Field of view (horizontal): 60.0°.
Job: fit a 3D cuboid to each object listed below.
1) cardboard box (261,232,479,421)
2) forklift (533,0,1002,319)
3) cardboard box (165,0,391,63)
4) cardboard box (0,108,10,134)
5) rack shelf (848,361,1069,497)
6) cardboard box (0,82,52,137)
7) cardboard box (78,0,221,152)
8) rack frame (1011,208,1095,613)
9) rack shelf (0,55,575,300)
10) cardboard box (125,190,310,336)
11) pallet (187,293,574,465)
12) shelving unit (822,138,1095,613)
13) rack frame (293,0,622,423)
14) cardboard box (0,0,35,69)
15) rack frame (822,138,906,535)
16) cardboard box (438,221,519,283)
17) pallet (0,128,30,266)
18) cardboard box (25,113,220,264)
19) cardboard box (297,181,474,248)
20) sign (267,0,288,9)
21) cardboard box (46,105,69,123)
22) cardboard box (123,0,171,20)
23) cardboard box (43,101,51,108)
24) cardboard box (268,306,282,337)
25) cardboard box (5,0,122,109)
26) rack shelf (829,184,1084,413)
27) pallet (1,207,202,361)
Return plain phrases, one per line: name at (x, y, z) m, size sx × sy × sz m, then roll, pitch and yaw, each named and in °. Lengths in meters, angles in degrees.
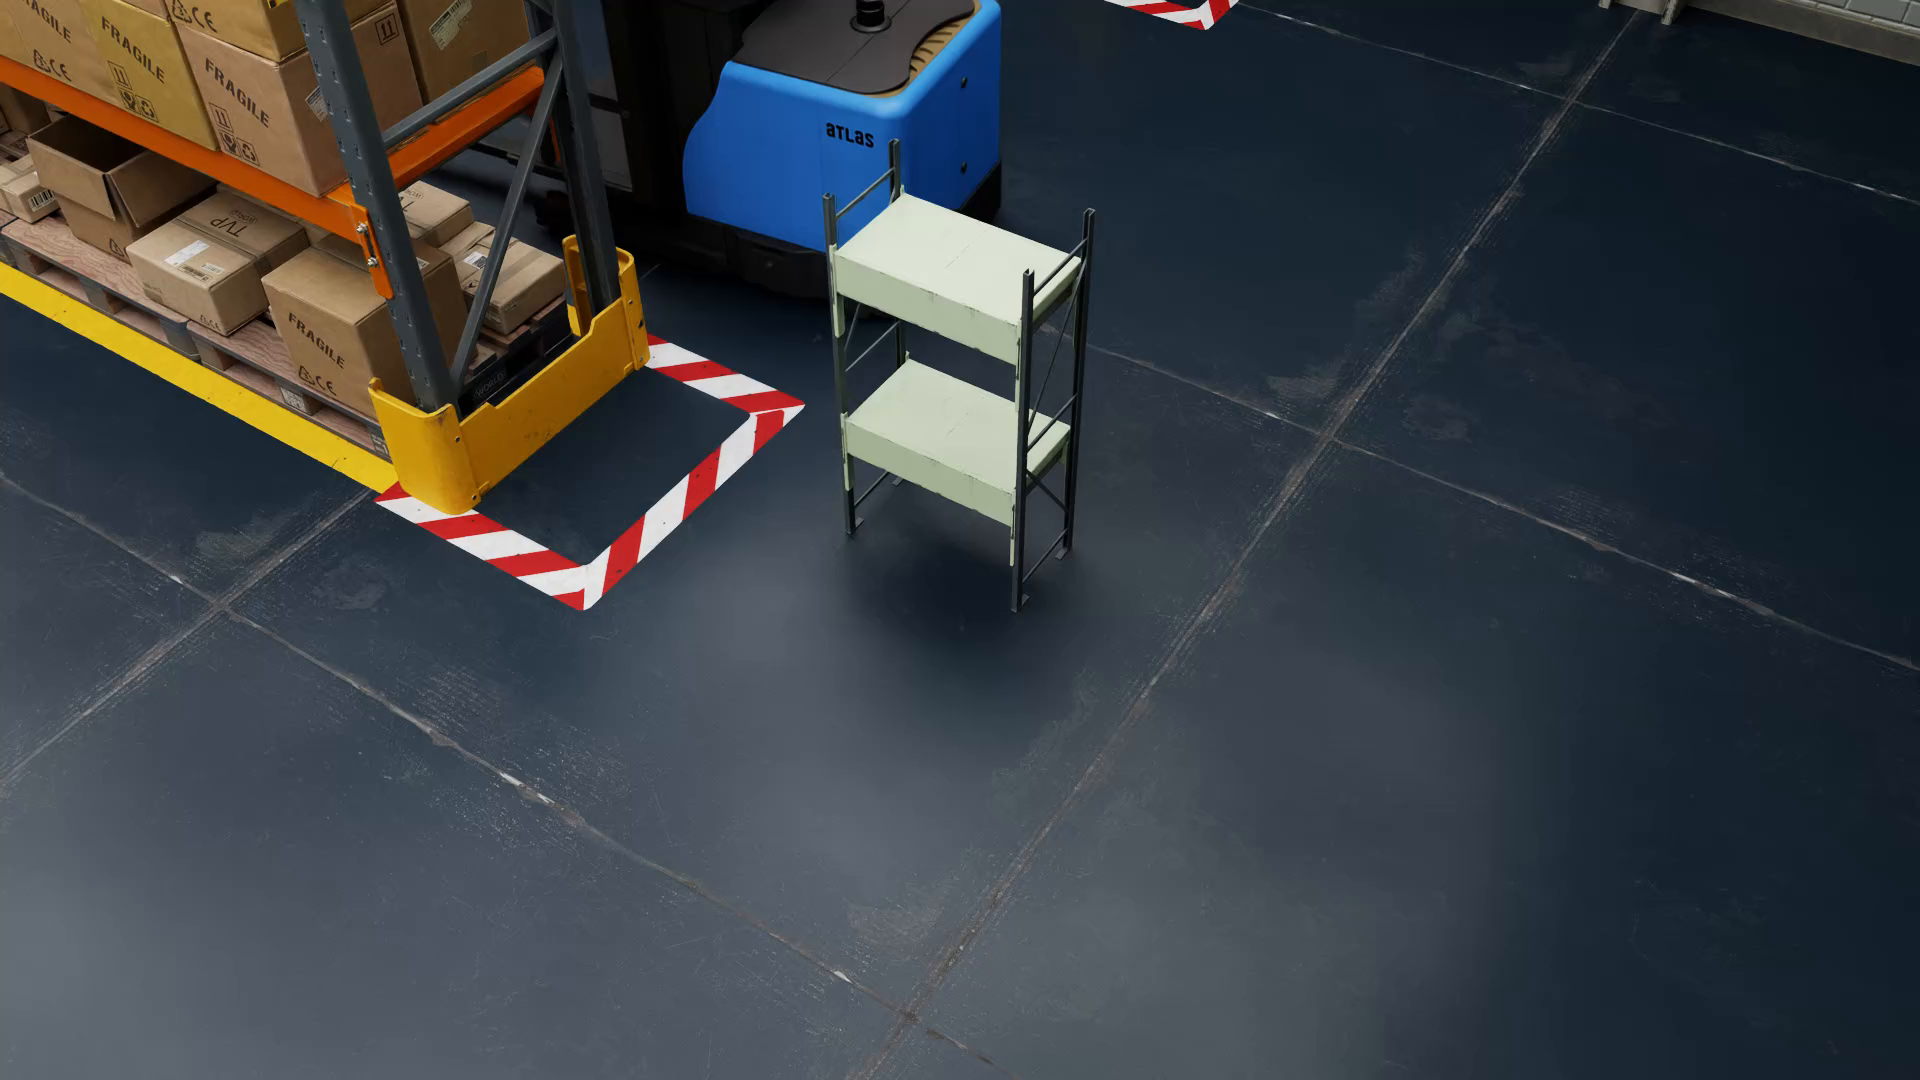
cardboard box at (-2.265, -0.855, 6.426) m, size 0.500 × 0.500 × 0.500 m, roll 25°, pitch 51°, yaw 22°
forklift at (-1.370, -2.691, 6.822) m, size 3.031 × 2.935 × 1.130 m, roll 19°, pitch 49°, yaw 17°
cardboard box at (-2.197, -1.901, 5.239) m, size 0.500 × 0.500 × 0.500 m, roll 24°, pitch 51°, yaw 22°
cardboard box at (-4.805, -1.983, 7.654) m, size 0.500 × 0.311 × 0.500 m, roll 25°, pitch 51°, yaw 22°
rack shelf at (-0.006, -0.366, 5.878) m, size 0.686 × 0.124 × 0.368 m, roll 25°, pitch 51°, yaw 22°
cardboard box at (-4.409, -2.293, 7.823) m, size 0.500 × 0.500 × 0.500 m, roll 25°, pitch 51°, yaw 22°
cardboard box at (-2.637, -1.754, 5.793) m, size 0.500 × 0.500 × 0.500 m, roll 25°, pitch 51°, yaw 22°
rack frame at (0.302, -0.384, 5.577) m, size 0.023 × 1.500 × 0.400 m, roll 25°, pitch 51°, yaw 22°
rack shelf at (-3.358, -2.035, 6.637) m, size 4.000 × 0.370 × 1.077 m, roll 25°, pitch 51°, yaw 22°
cardboard box at (-3.049, -1.154, 6.890) m, size 0.500 × 0.250 × 0.500 m, roll 25°, pitch 51°, yaw 22°
pallet at (-2.410, -0.877, 6.955) m, size 1.213 × 0.211 × 1.003 m, roll 25°, pitch 51°, yaw 22°
shelving unit at (-0.006, -0.525, 5.715) m, size 0.755 × 1.500 × 0.431 m, roll 25°, pitch 51°, yaw 22°
rack frame at (-1.674, -1.511, 5.627) m, size 0.127 × 3.000 × 1.000 m, roll 25°, pitch 51°, yaw 22°
cardboard box at (-3.478, -2.146, 6.174) m, size 0.500 × 0.500 × 0.500 m, roll 24°, pitch 50°, yaw 22°
rack frame at (-0.314, -0.667, 5.852) m, size 0.023 × 1.500 × 0.400 m, roll 25°, pitch 51°, yaw 22°
cardboard box at (-2.052, -1.144, 6.939) m, size 0.250 × 0.166 × 0.380 m, roll 25°, pitch 51°, yaw 22°
pallet at (-4.464, -1.822, 7.873) m, size 1.213 × 0.211 × 1.003 m, roll 25°, pitch 51°, yaw 22°
cardboard box at (-3.457, -1.619, 7.166) m, size 0.637 × 0.503 × 0.797 m, roll 25°, pitch 51°, yaw 22°
cardboard box at (-2.400, -1.282, 7.014) m, size 0.500 × 0.250 × 0.500 m, roll 25°, pitch 51°, yaw 22°
sign at (-1.991, -1.698, 4.780) m, size 0.005 × 0.325 × 0.100 m, roll 25°, pitch 51°, yaw 22°
cardboard box at (-3.777, -1.937, 7.608) m, size 0.500 × 0.311 × 0.500 m, roll 25°, pitch 51°, yaw 22°
cardboard box at (-2.623, -2.096, 5.428) m, size 0.500 × 0.500 × 0.500 m, roll 26°, pitch 51°, yaw 23°
cardboard box at (-4.061, -2.061, 7.843) m, size 0.250 × 0.149 × 0.380 m, roll 25°, pitch 51°, yaw 22°
cardboard box at (-2.557, -0.950, 6.751) m, size 0.250 × 0.166 × 0.380 m, roll 25°, pitch 51°, yaw 22°
cardboard box at (-3.054, -1.950, 5.984) m, size 0.500 × 0.500 × 0.500 m, roll 25°, pitch 51°, yaw 22°
rack shelf at (-0.006, -0.797, 5.435) m, size 0.720 × 0.370 × 0.431 m, roll 25°, pitch 51°, yaw 22°
pallet at (-3.433, -1.350, 7.415) m, size 1.213 × 0.211 × 1.003 m, roll 25°, pitch 51°, yaw 22°
